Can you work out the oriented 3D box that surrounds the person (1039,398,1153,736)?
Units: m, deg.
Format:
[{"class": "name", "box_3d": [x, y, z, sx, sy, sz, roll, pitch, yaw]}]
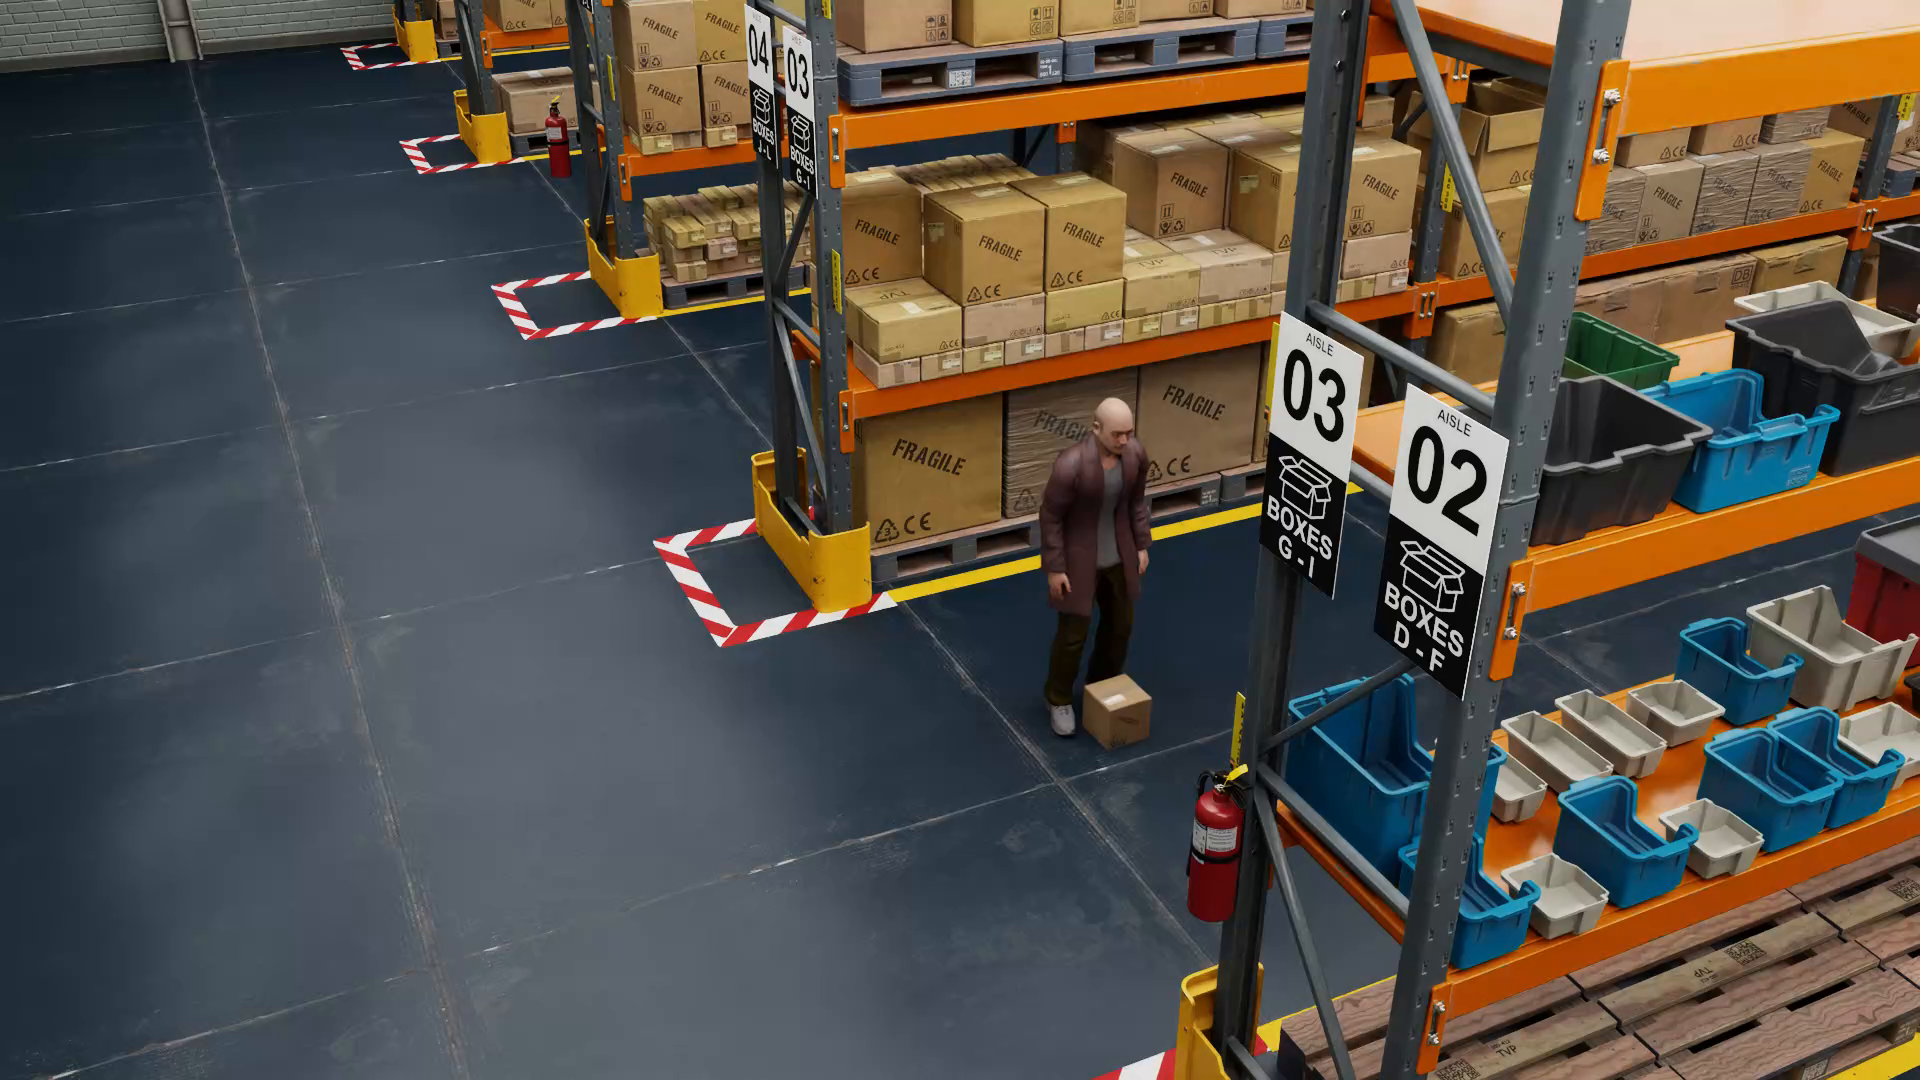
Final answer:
[{"class": "person", "box_3d": [0.689, 0.100, 8.297, 0.643, 1.772, 0.429, -15, 32, -24]}]
